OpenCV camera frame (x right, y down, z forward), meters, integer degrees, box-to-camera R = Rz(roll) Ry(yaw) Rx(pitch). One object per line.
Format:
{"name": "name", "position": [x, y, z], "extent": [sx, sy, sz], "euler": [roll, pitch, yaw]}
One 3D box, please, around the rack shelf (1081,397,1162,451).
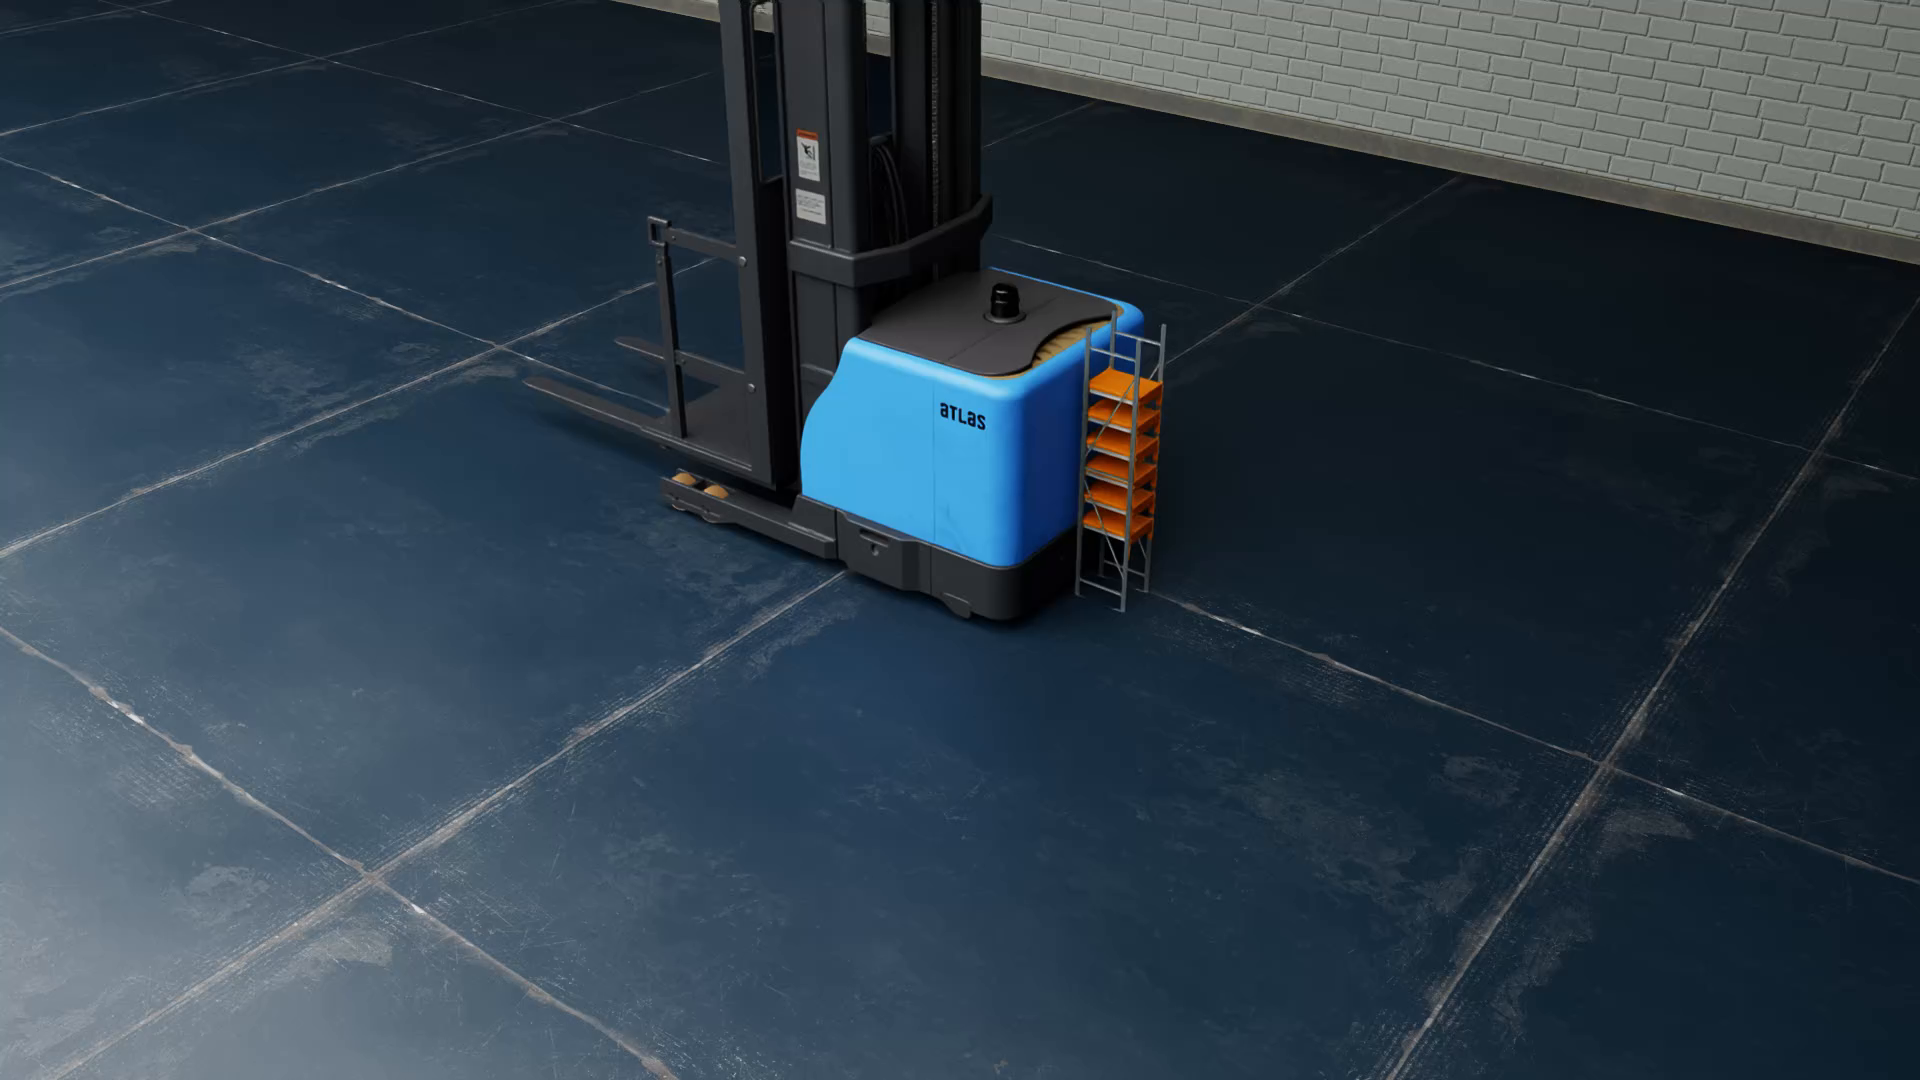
{"name": "rack shelf", "position": [0.627, -0.460, 6.465], "extent": [0.258, 0.103, 0.180], "euler": [20, 36, 30]}

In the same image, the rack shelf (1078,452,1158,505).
{"name": "rack shelf", "position": [0.627, -0.253, 6.588], "extent": [0.258, 0.103, 0.180], "euler": [20, 36, 30]}

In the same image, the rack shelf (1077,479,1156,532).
{"name": "rack shelf", "position": [0.627, -0.150, 6.649], "extent": [0.258, 0.103, 0.180], "euler": [20, 36, 30]}

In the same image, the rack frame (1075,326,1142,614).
{"name": "rack frame", "position": [0.573, -0.254, 6.501], "extent": [0.240, 1.200, 0.006], "euler": [20, 36, 30]}

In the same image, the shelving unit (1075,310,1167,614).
{"name": "shelving unit", "position": [0.627, -0.292, 6.565], "extent": [0.258, 1.200, 0.189], "euler": [20, 36, 30]}

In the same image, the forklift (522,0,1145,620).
{"name": "forklift", "position": [-0.725, -1.530, 6.958], "extent": [3.031, 2.935, 1.130], "euler": [20, 36, 30]}

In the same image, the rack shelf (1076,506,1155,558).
{"name": "rack shelf", "position": [0.626, -0.047, 6.710], "extent": [0.258, 0.103, 0.180], "euler": [20, 36, 30]}

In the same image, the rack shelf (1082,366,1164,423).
{"name": "rack shelf", "position": [0.627, -0.563, 6.404], "extent": [0.258, 0.103, 0.180], "euler": [20, 36, 30]}

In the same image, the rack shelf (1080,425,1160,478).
{"name": "rack shelf", "position": [0.627, -0.357, 6.526], "extent": [0.258, 0.103, 0.180], "euler": [20, 36, 30]}

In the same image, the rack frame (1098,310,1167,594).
{"name": "rack frame", "position": [0.681, -0.329, 6.629], "extent": [0.240, 1.200, 0.006], "euler": [20, 36, 30]}
